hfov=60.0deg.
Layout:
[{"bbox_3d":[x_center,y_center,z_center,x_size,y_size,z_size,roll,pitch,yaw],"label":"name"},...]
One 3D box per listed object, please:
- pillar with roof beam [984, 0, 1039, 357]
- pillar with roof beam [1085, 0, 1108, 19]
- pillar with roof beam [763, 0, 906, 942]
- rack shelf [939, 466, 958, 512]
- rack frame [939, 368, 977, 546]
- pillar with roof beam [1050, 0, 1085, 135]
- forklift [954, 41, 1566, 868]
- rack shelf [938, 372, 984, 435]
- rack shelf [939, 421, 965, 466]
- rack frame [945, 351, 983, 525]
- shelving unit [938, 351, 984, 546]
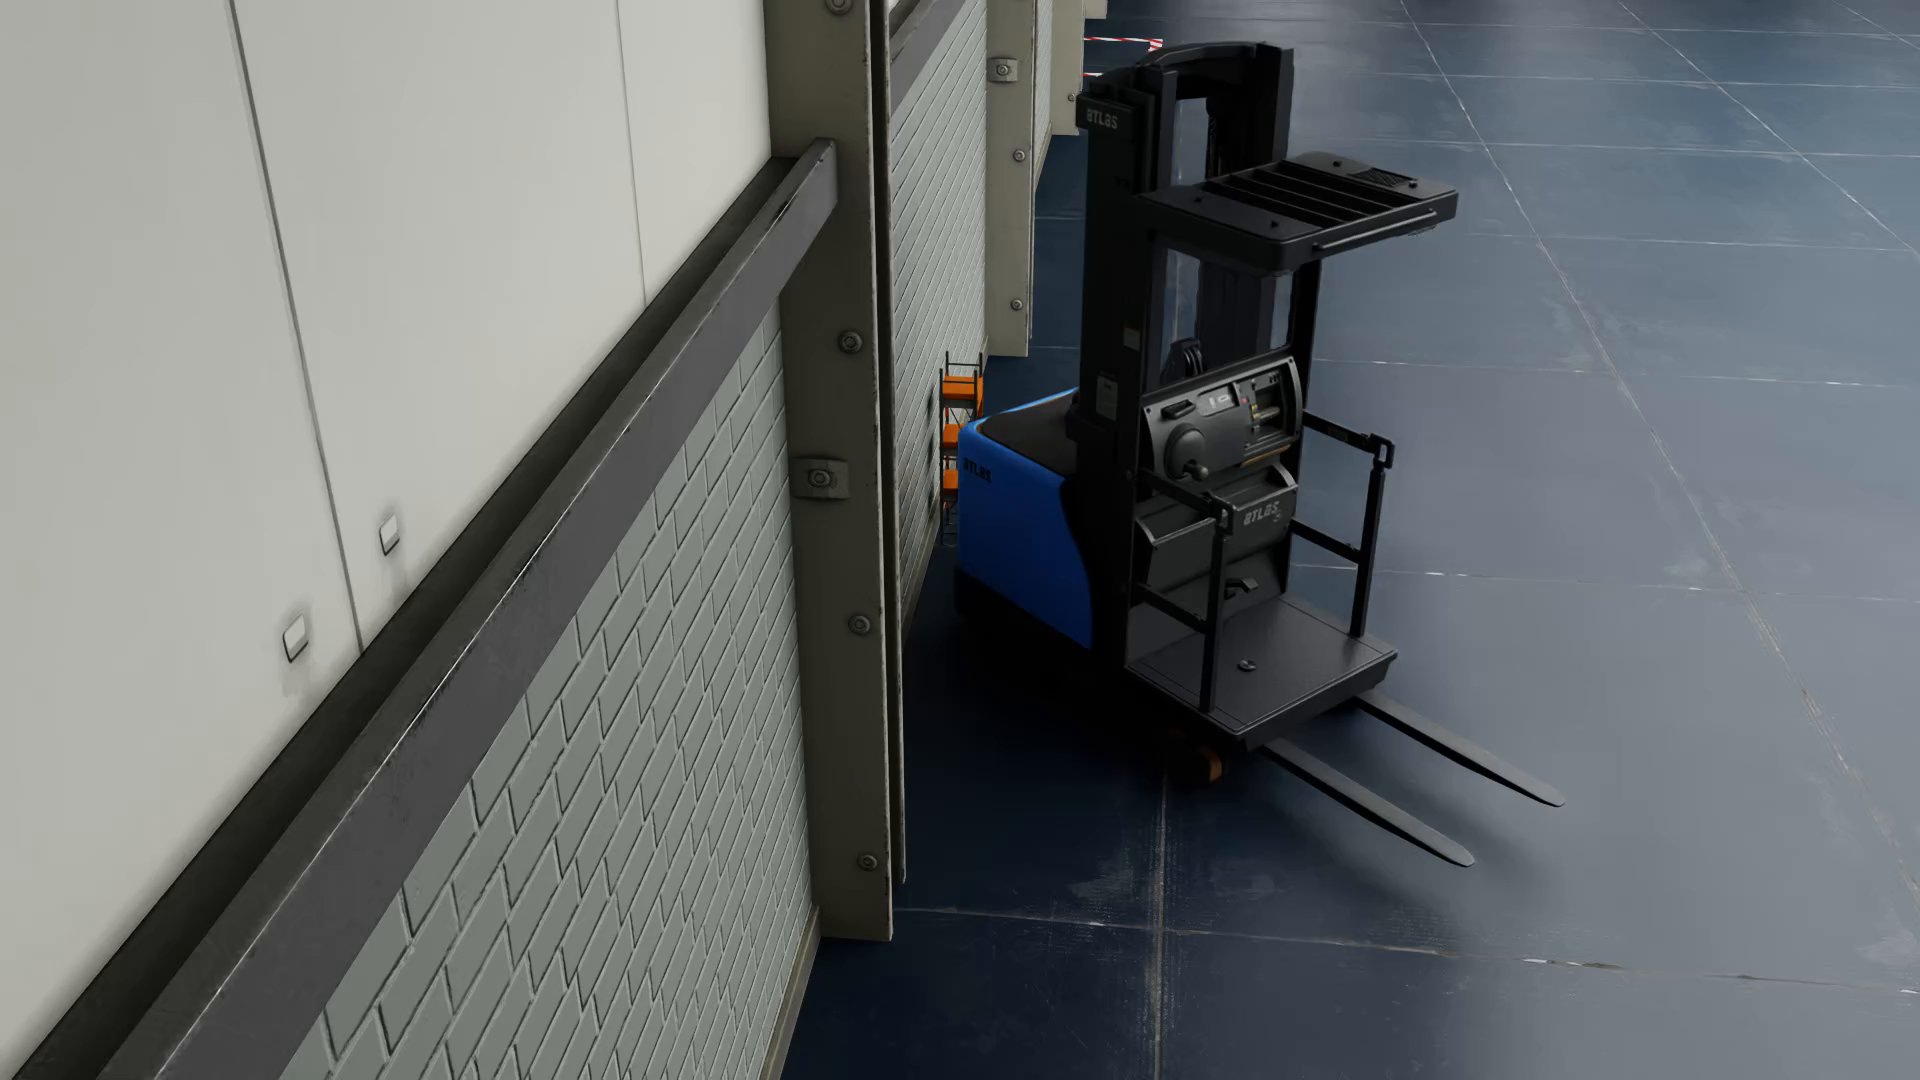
[{"bbox_3d":[4.612,-5.095,9.219,9.100,9.000,0.400,3,28,6],"label":"pillar with roof beam"},{"bbox_3d":[6.082,-10.744,19.704,9.100,9.000,0.400,3,28,6],"label":"pillar with roof beam"},{"bbox_3d":[3.876,-2.271,3.977,9.100,9.000,0.400,3,28,6],"label":"pillar with roof beam"},{"bbox_3d":[0.007,-0.233,9.185,0.215,0.259,0.240,3,28,6],"label":"rack shelf"},{"bbox_3d":[-0.008,-0.430,8.941,0.200,1.050,0.008,3,28,6],"label":"rack frame"},{"bbox_3d":[5.347,-7.919,14.462,9.100,9.000,0.400,3,28,6],"label":"pillar with roof beam"},{"bbox_3d":[1.280,-0.490,7.069,1.130,2.935,3.031,-21,35,-33],"label":"forklift"},{"bbox_3d":[0.007,-0.728,8.918,0.215,0.259,0.240,3,28,6],"label":"rack shelf"},{"bbox_3d":[0.007,-0.478,9.053,0.215,0.259,0.240,3,28,6],"label":"rack shelf"},{"bbox_3d":[0.022,-0.545,9.154,0.200,1.050,0.008,3,28,6],"label":"rack frame"},{"bbox_3d":[0.007,-0.487,9.048,0.215,1.050,0.252,3,28,6],"label":"shelving unit"}]
